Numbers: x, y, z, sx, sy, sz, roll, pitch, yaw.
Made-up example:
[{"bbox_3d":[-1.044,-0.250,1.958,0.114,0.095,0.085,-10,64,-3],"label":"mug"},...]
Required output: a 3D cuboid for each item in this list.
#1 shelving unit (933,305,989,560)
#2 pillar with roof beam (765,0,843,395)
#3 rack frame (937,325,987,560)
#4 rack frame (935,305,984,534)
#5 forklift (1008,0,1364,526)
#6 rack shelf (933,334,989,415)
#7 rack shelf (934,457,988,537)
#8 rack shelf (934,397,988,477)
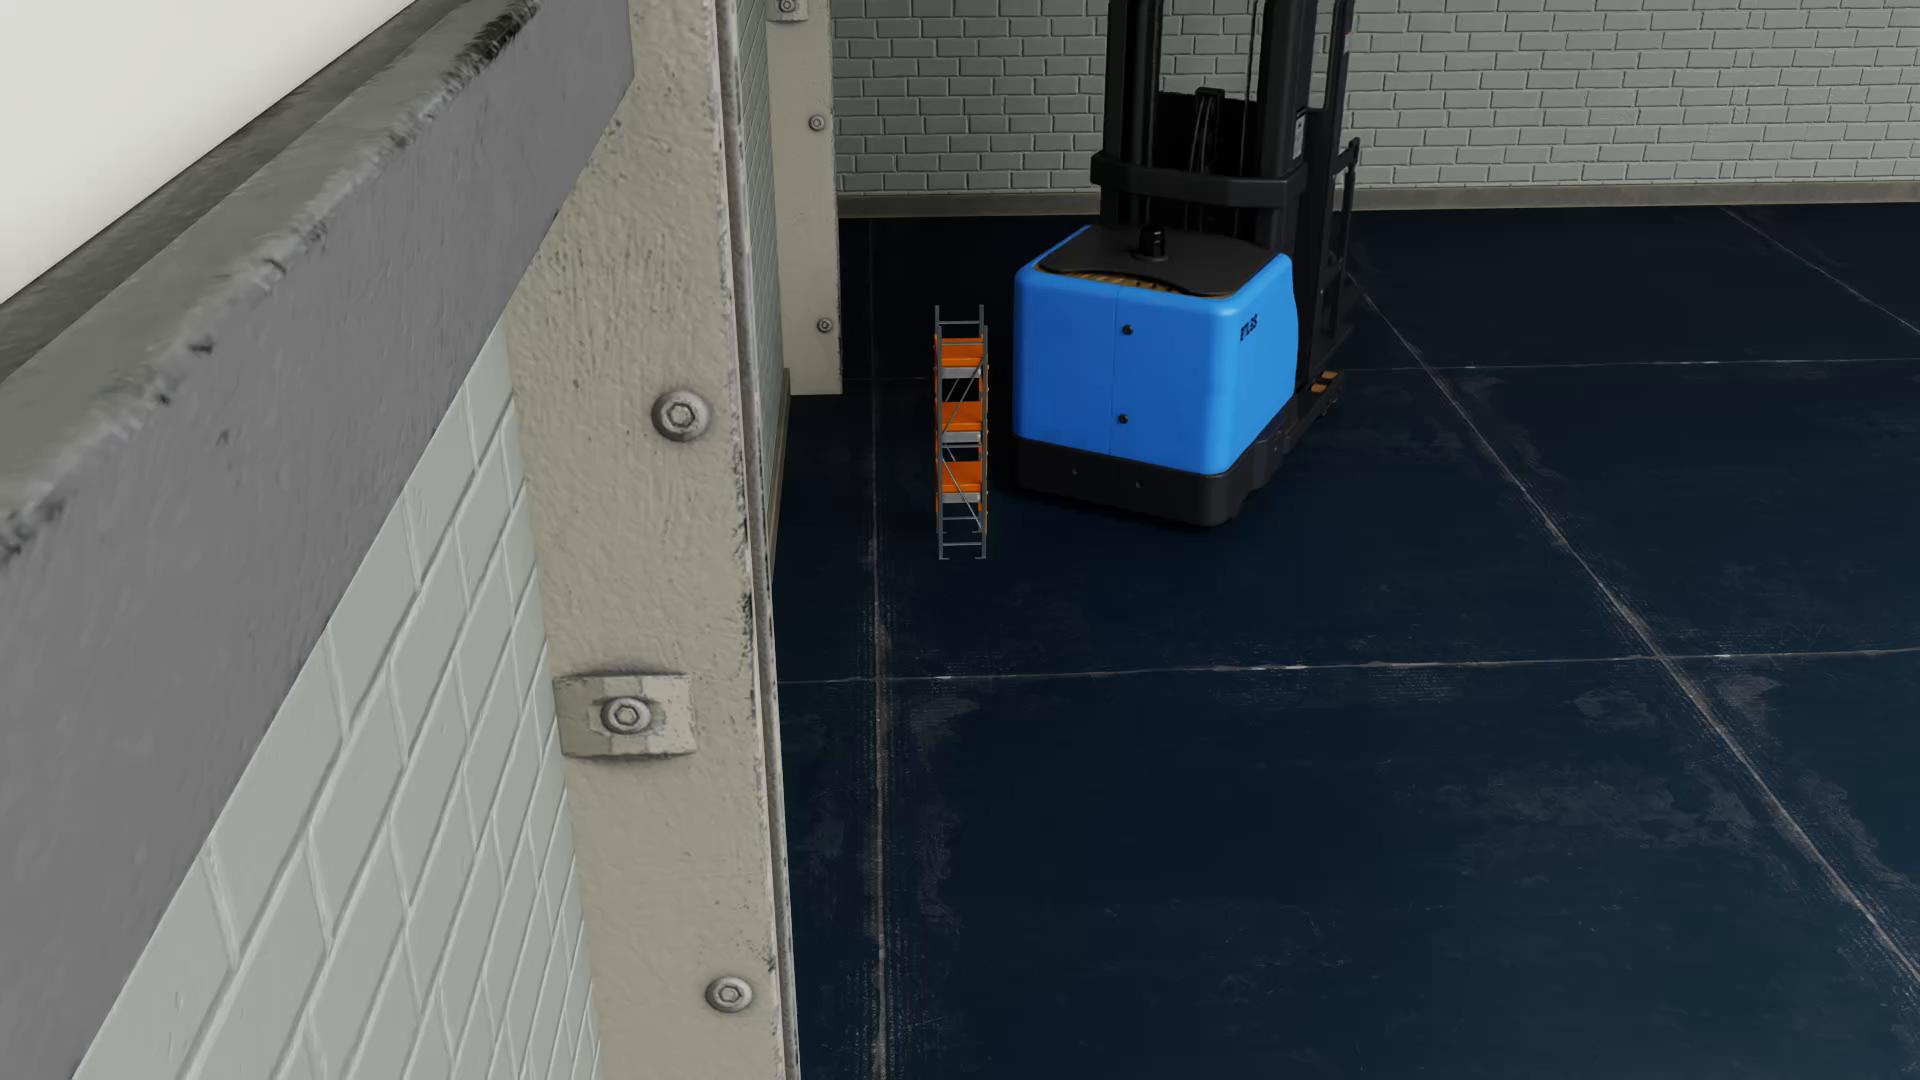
[{"bbox_3d":[0.003,-0.441,6.960,0.215,1.050,0.252,-1,28,-3],"label":"shelving unit"},{"bbox_3d":[3.519,-4.948,7.006,9.100,9.000,0.400,-1,28,-3],"label":"pillar with roof beam"},{"bbox_3d":[0.009,-0.384,6.852,0.200,1.050,0.008,-1,28,-3],"label":"rack frame"},{"bbox_3d":[-0.004,-0.497,7.068,0.200,1.050,0.008,-1,28,-3],"label":"rack frame"},{"bbox_3d":[1.338,-2.012,7.939,1.130,2.935,3.031,13,30,24],"label":"forklift"},{"bbox_3d":[0.003,-0.683,6.834,0.215,0.259,0.240,-1,28,-3],"label":"rack shelf"},{"bbox_3d":[0.003,-0.185,7.093,0.215,0.259,0.240,-1,28,-3],"label":"rack shelf"},{"bbox_3d":[0.003,-0.431,6.965,0.215,0.259,0.240,-1,28,-3],"label":"rack shelf"}]
